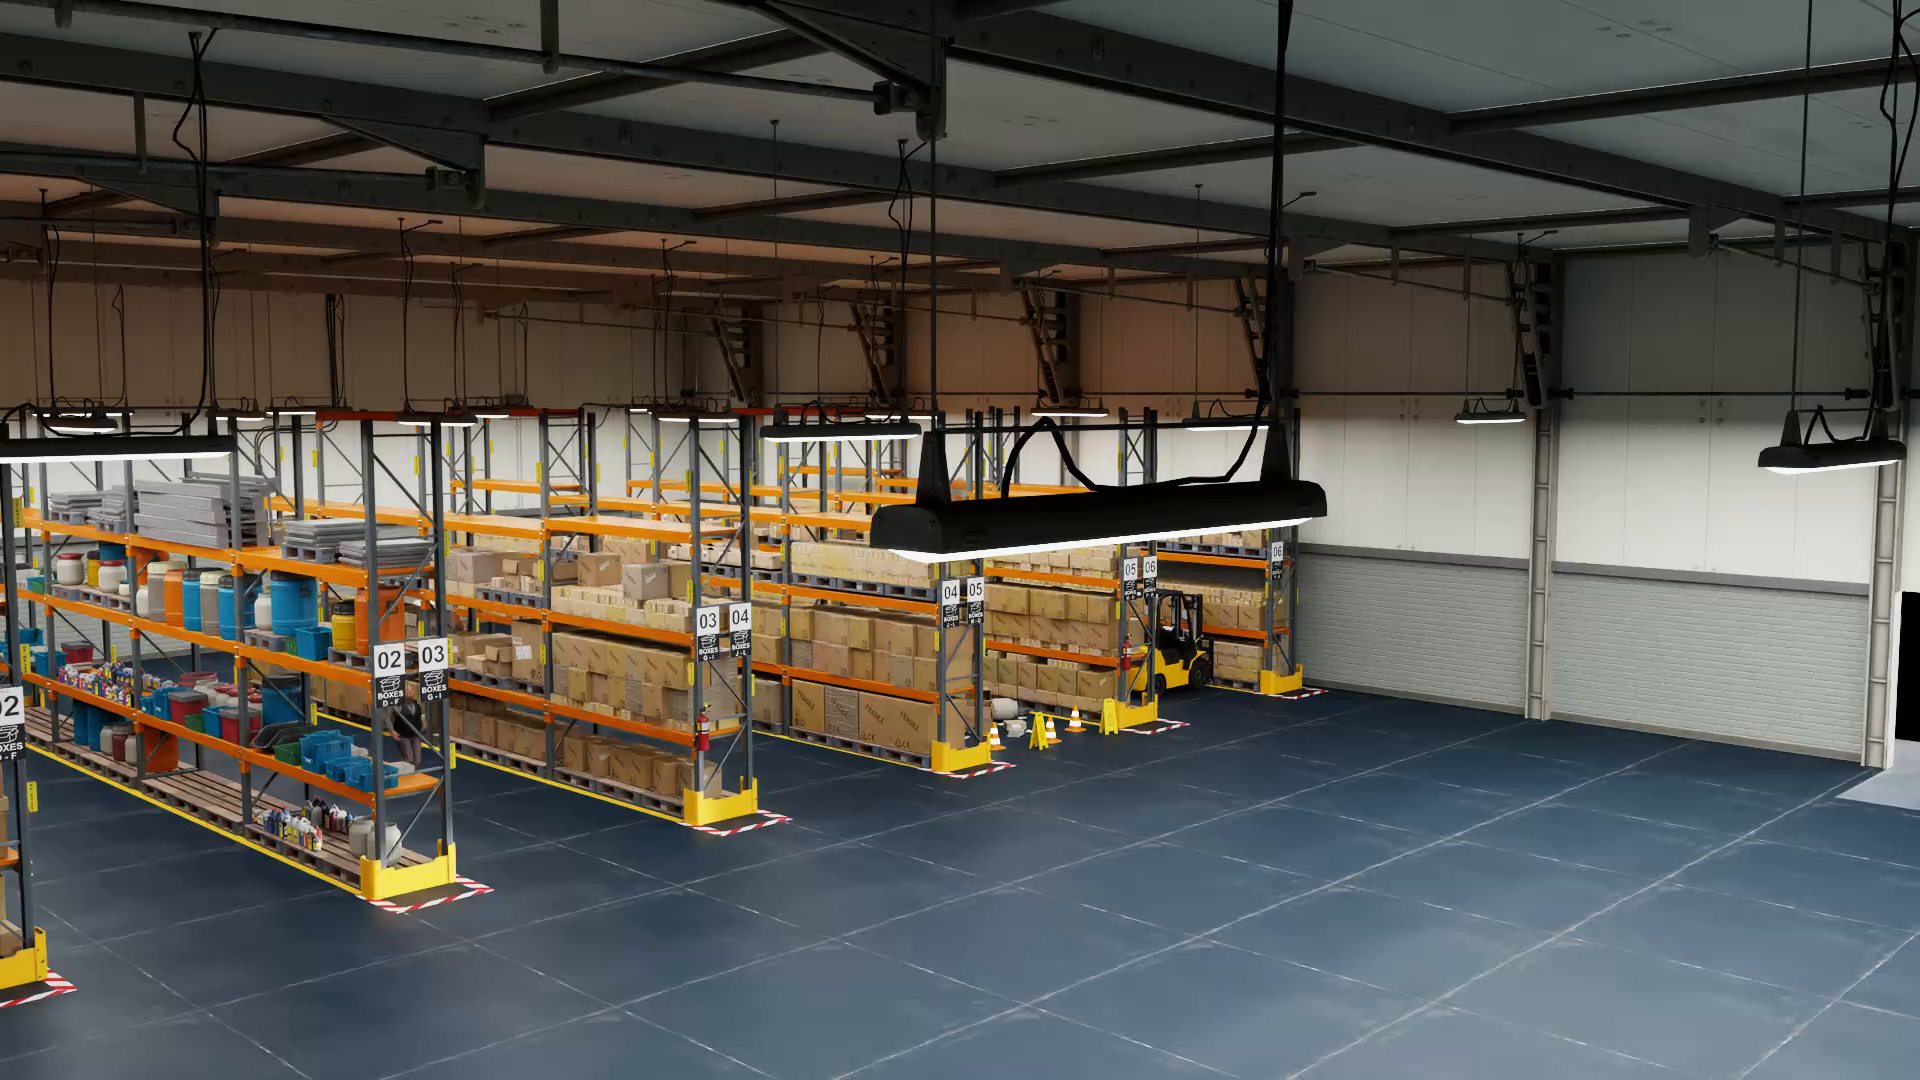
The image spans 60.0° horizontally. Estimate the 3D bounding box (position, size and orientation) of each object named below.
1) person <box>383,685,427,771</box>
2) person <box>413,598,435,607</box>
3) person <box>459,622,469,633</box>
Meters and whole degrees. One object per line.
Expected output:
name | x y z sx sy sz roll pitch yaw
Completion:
person | -8.796 3.149 26.517 0.593 1.690 0.688 4 6 39
person | -12.683 2.035 39.315 0.625 1.738 0.733 1 5 6
person | -10.359 2.494 34.658 0.704 1.580 0.537 3 6 34
